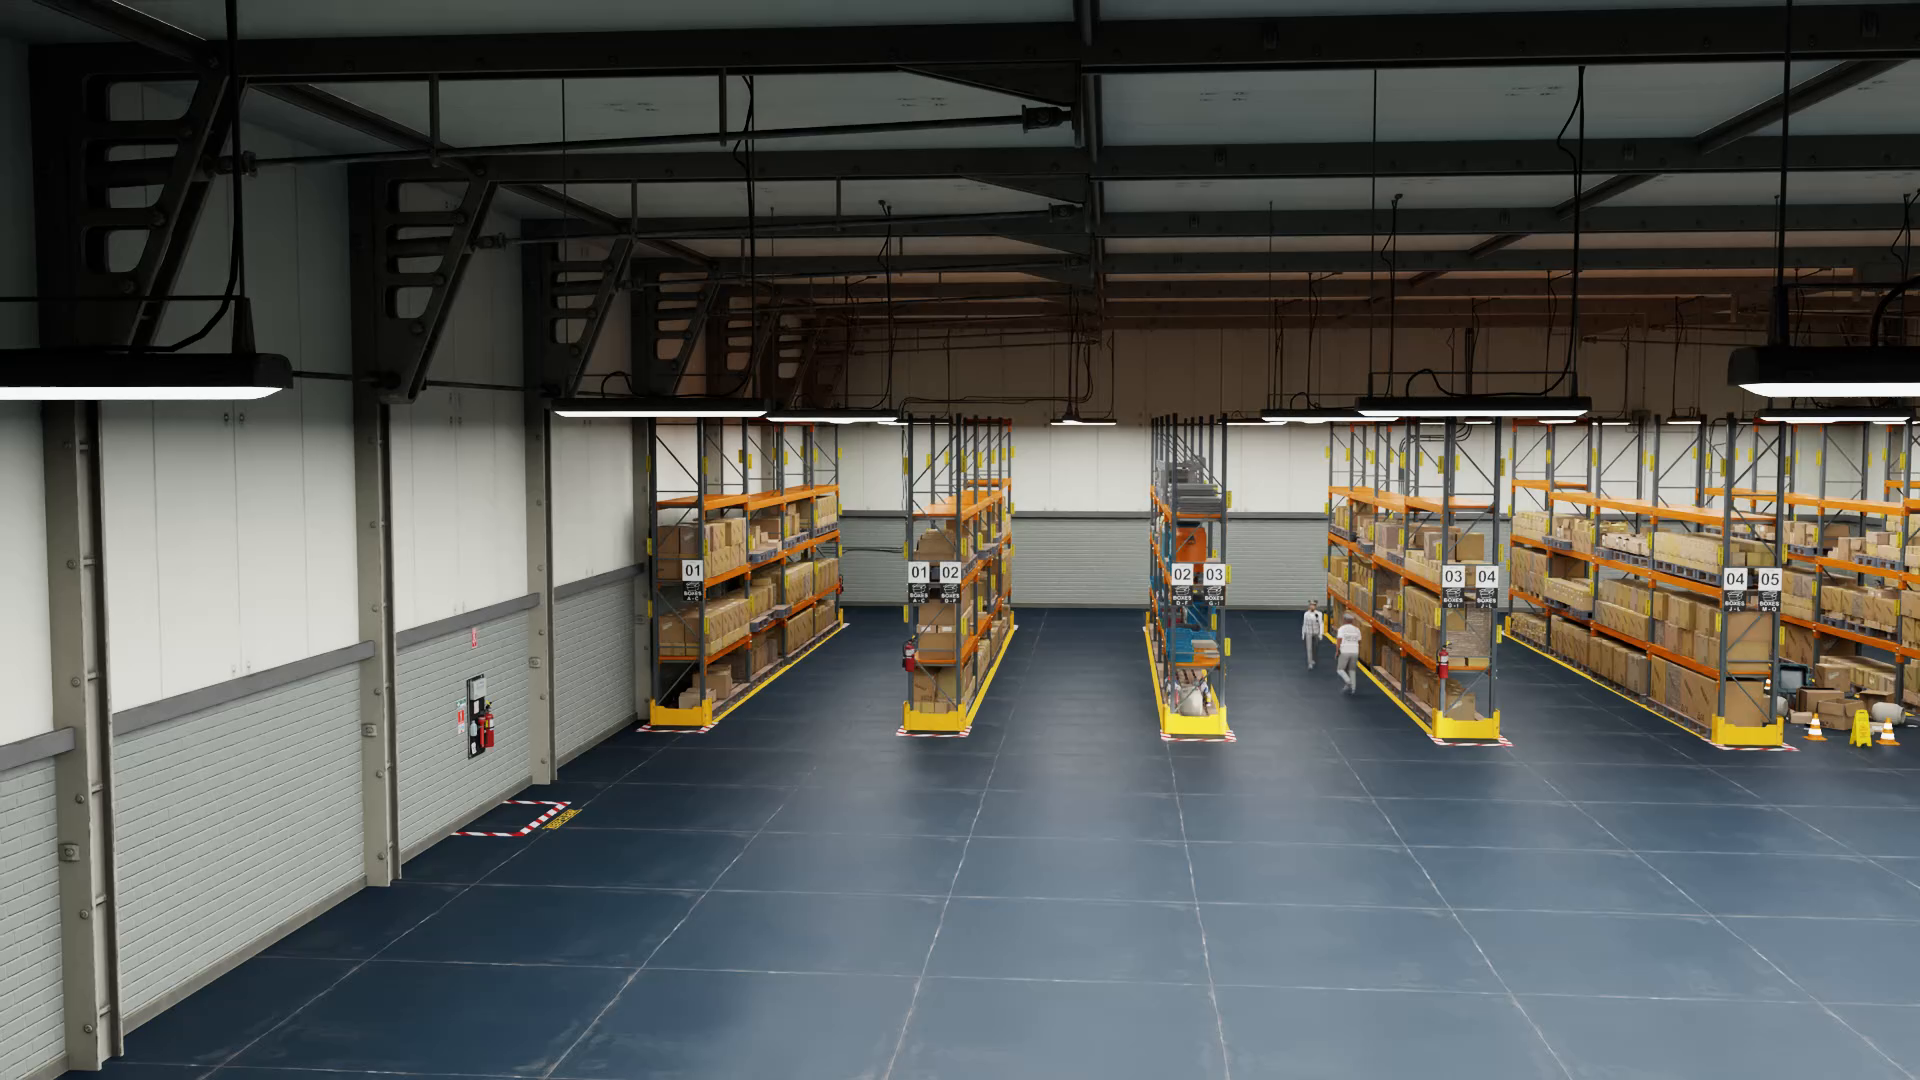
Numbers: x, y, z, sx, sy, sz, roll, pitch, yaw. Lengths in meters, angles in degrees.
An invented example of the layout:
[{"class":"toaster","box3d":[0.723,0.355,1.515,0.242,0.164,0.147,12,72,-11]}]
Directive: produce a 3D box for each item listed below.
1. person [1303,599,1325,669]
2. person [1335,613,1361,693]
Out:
[{"class":"person","box3d":[8.433,2.221,39.621,0.480,1.621,1.023,0,4,6]},{"class":"person","box3d":[8.425,2.459,36.001,0.608,1.692,0.777,0,4,-7]}]
